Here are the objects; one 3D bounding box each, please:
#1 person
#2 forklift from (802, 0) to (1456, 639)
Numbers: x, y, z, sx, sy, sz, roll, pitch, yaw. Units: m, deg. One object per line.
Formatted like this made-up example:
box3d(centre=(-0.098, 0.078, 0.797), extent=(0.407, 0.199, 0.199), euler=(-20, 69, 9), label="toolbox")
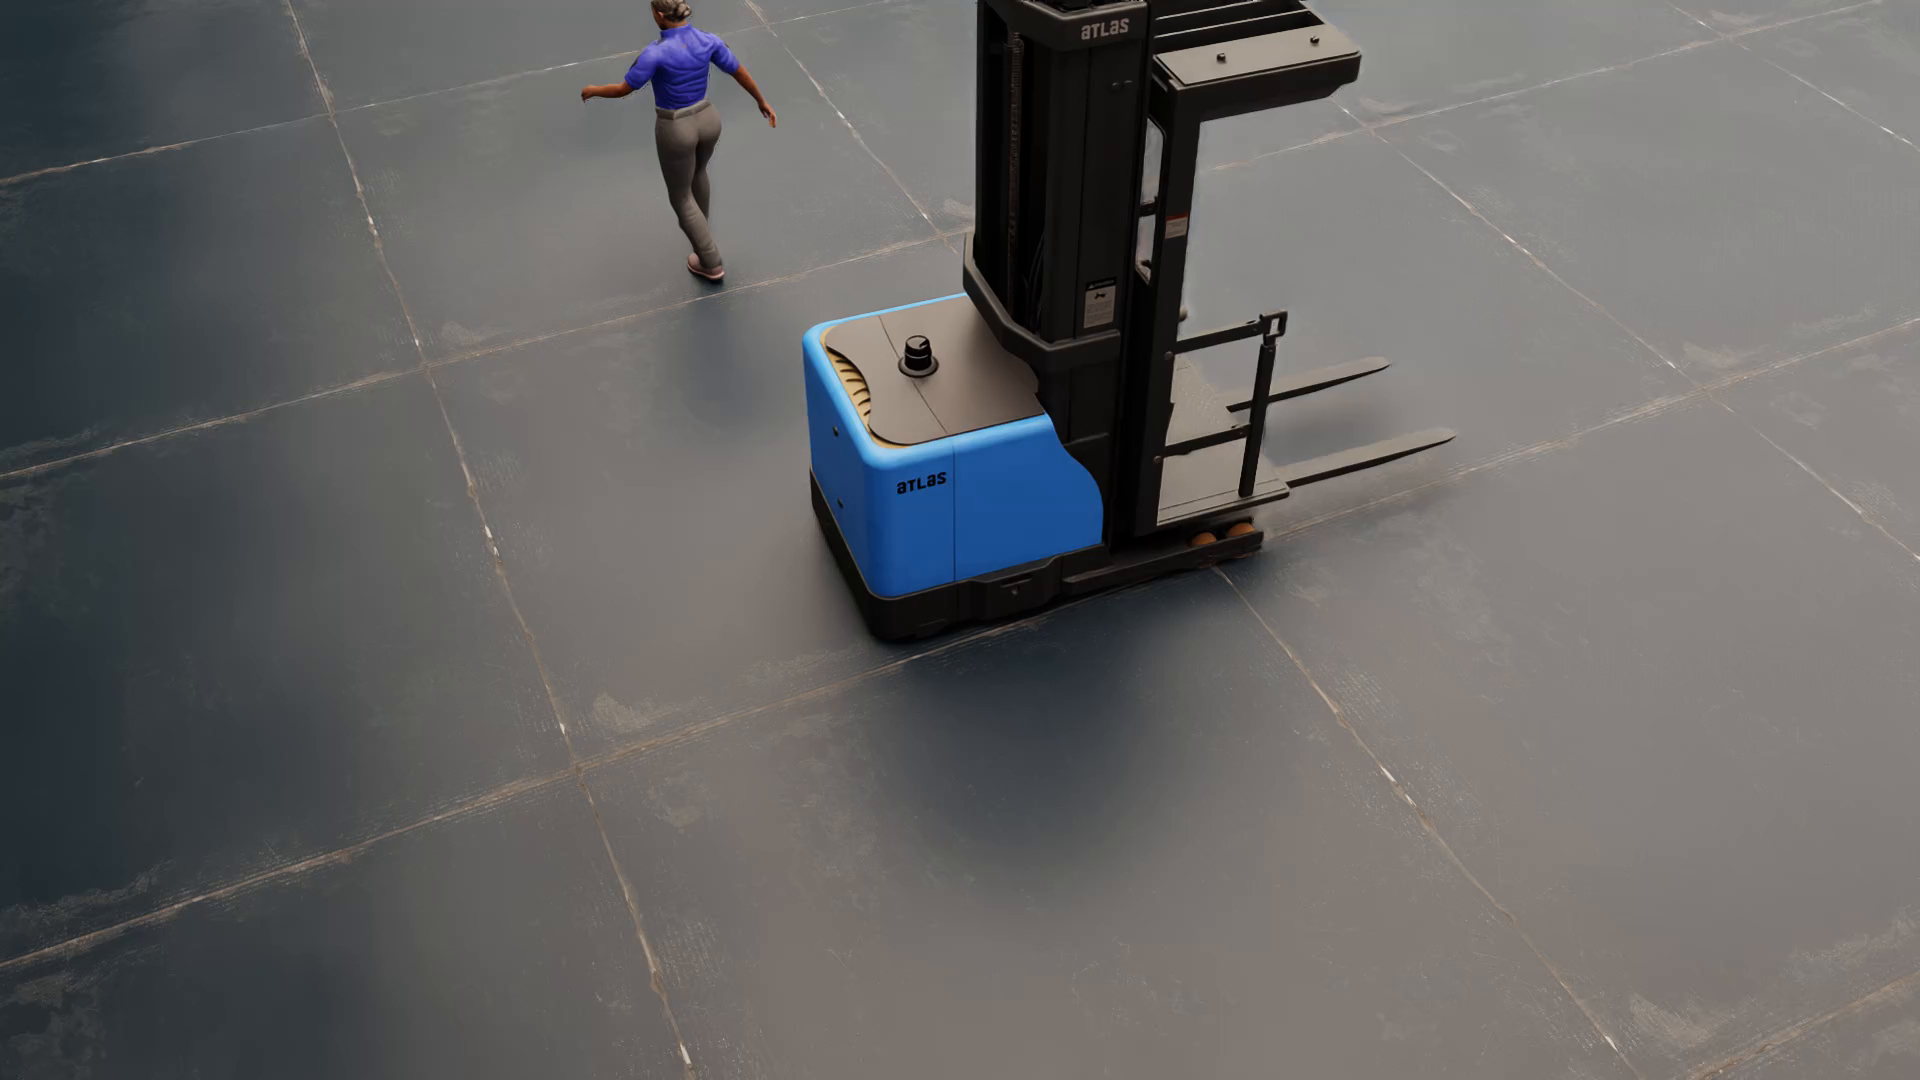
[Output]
box3d(centre=(-1.493, -2.270, 9.093), extent=(0.891, 1.628, 0.732), euler=(-30, 51, -28), label="person")
box3d(centre=(0.869, -1.265, 7.035), extent=(3.031, 2.935, 1.130), euler=(-14, 45, -15), label="forklift")
